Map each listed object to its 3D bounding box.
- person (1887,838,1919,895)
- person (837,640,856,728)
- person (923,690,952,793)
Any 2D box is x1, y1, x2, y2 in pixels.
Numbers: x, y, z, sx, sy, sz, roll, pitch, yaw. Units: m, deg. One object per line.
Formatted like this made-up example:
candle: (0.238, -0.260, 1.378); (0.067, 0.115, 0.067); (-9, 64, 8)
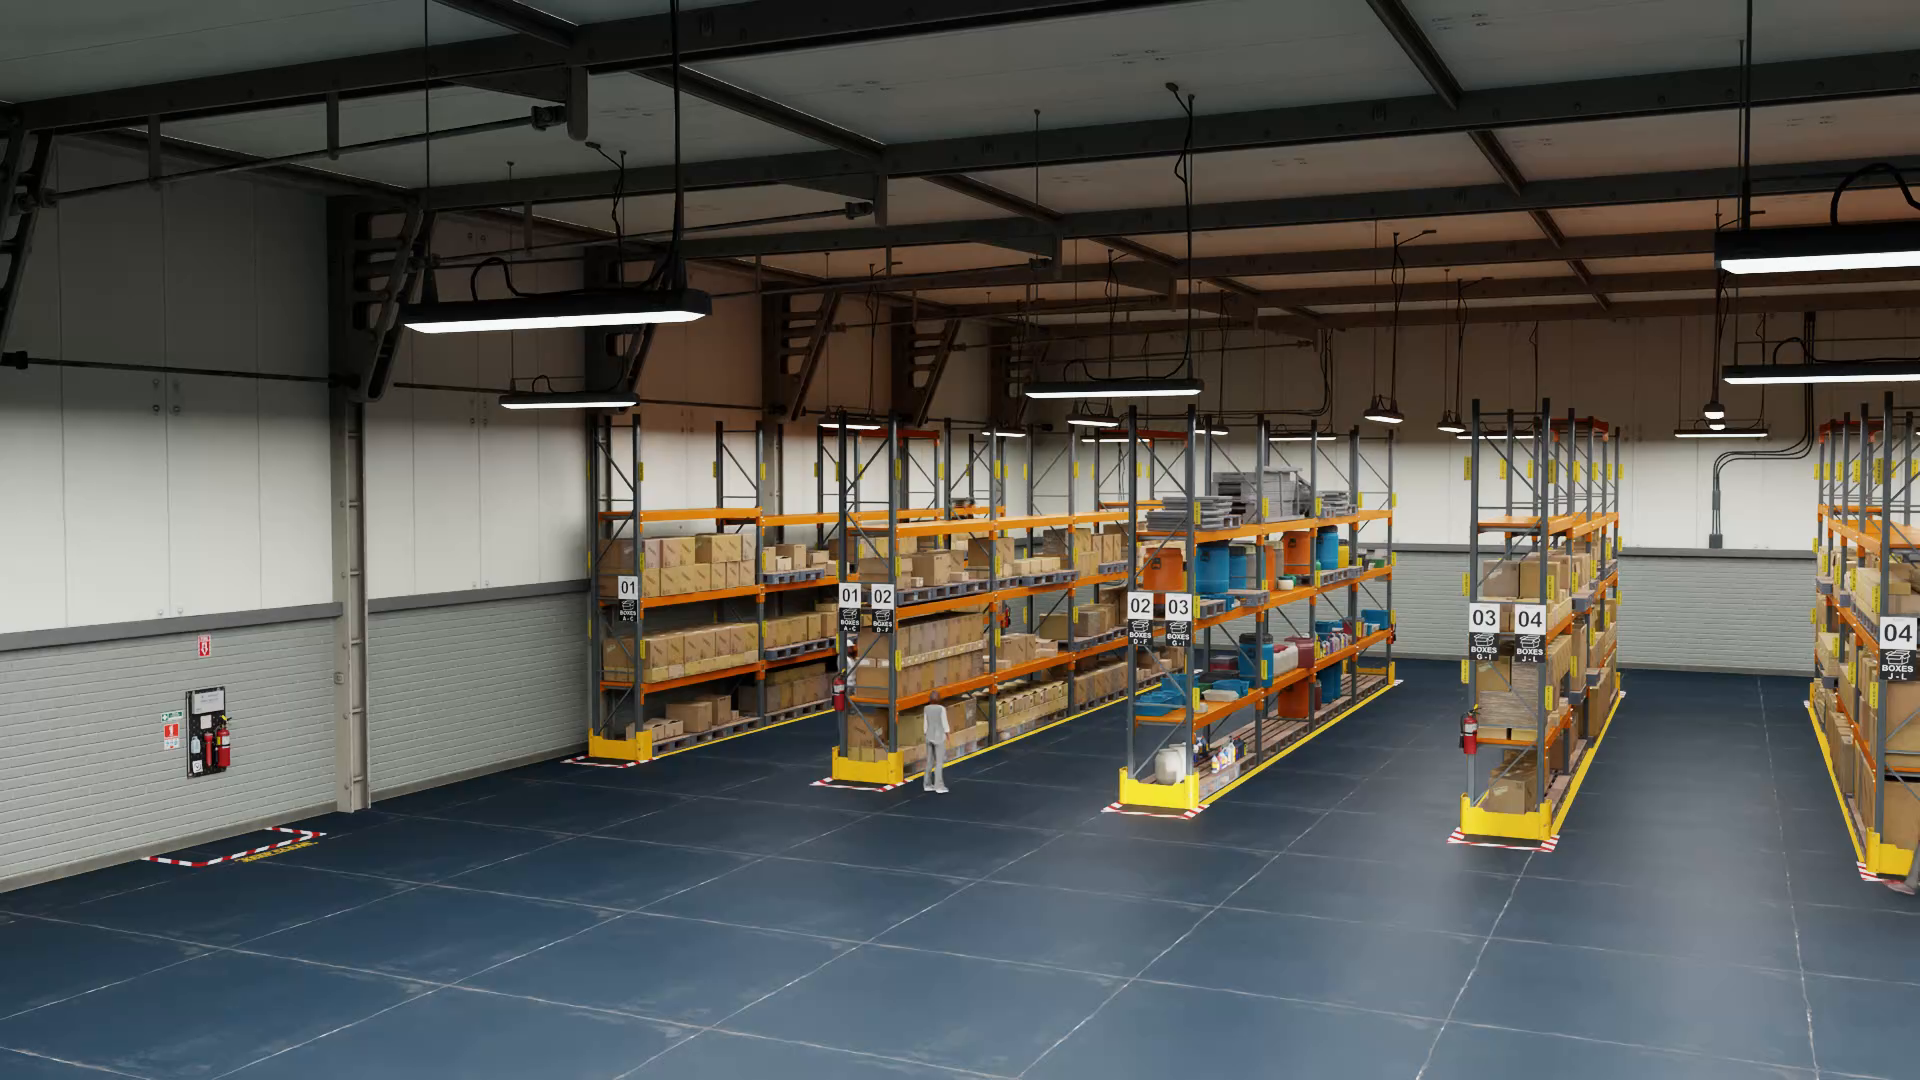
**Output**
person: (11.453, 3.394, 19.425); (1.002, 1.596, 0.449); (1, 2, 13)
person: (-2.135, 2.821, 31.814); (0.438, 1.825, 0.619); (1, 2, 14)
person: (-0.358, 3.129, 25.919); (0.322, 1.600, 0.427); (-2, 3, -45)
